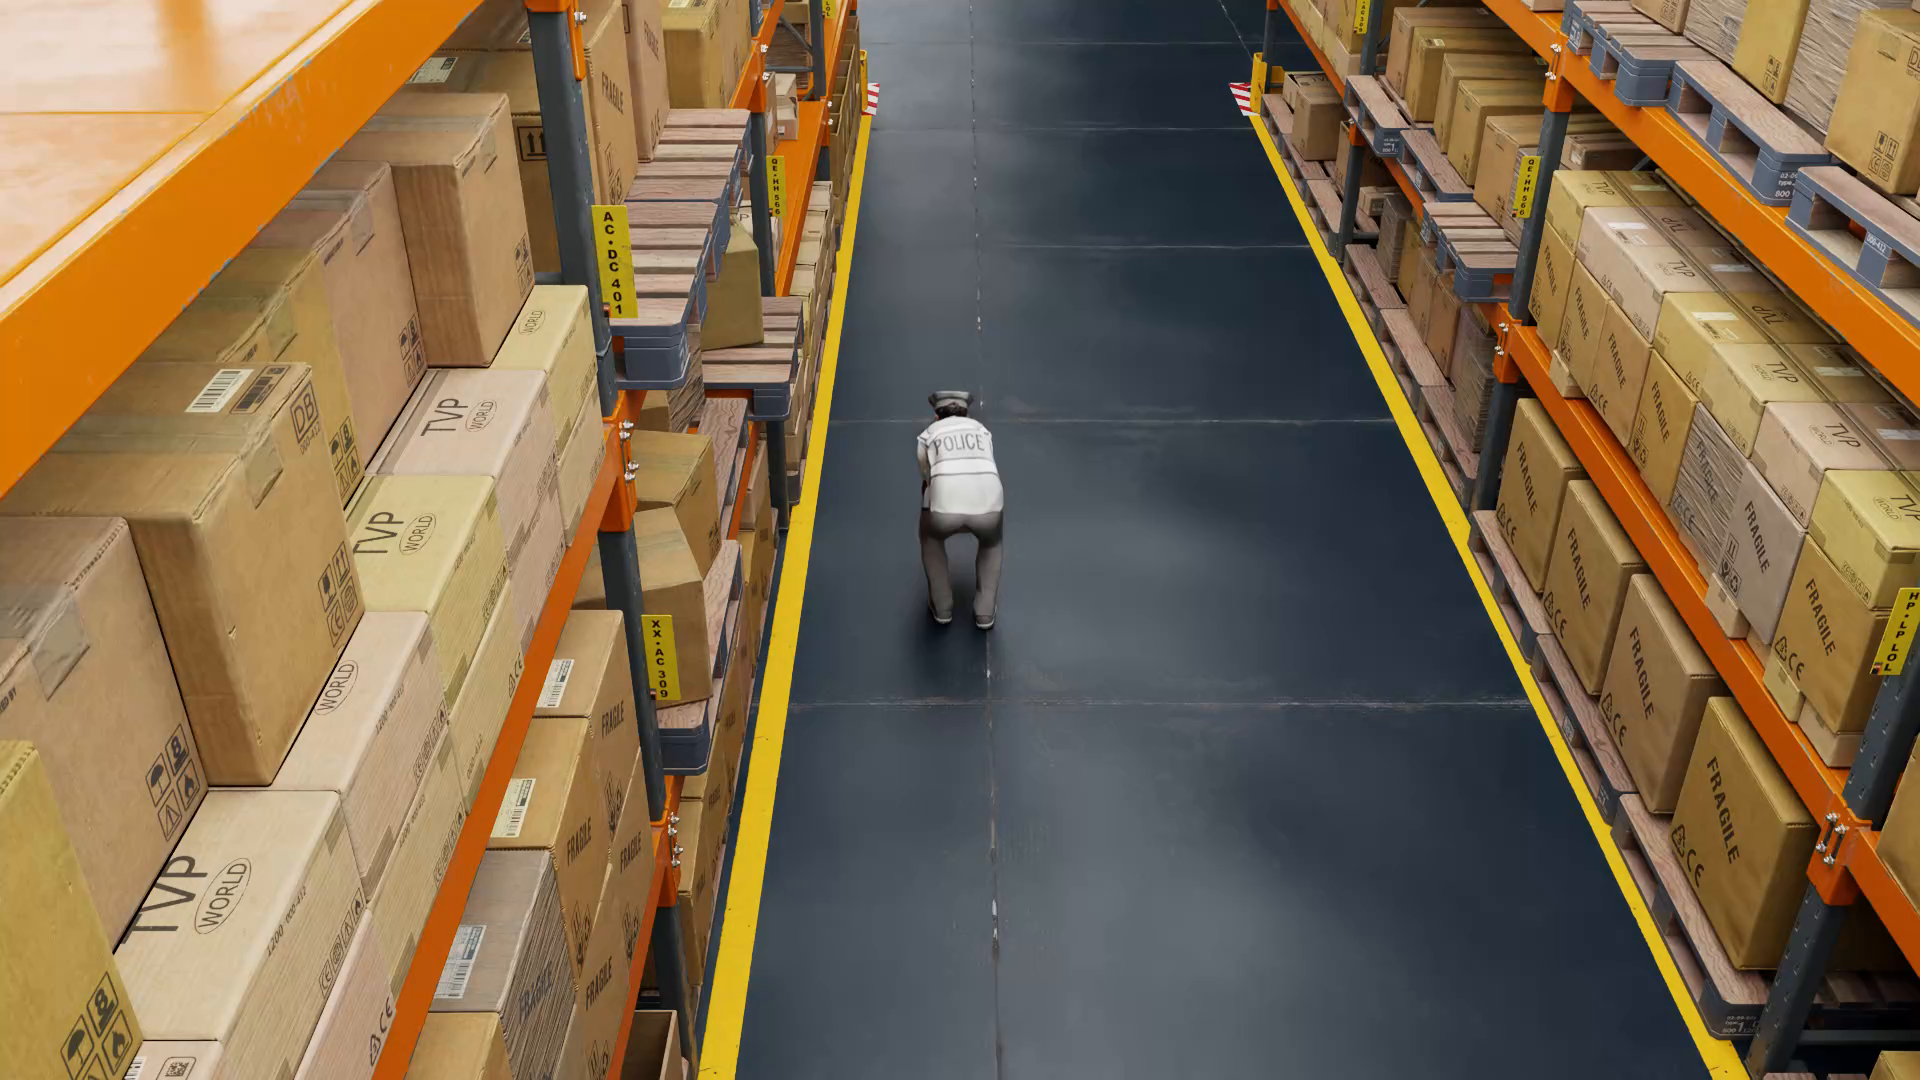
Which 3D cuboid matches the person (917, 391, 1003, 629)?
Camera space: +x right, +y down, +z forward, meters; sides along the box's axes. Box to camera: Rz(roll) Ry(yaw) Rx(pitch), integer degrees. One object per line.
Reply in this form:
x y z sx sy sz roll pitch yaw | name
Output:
0.001 -0.158 8.727 0.443 1.102 0.930 -2 32 -3 | person
